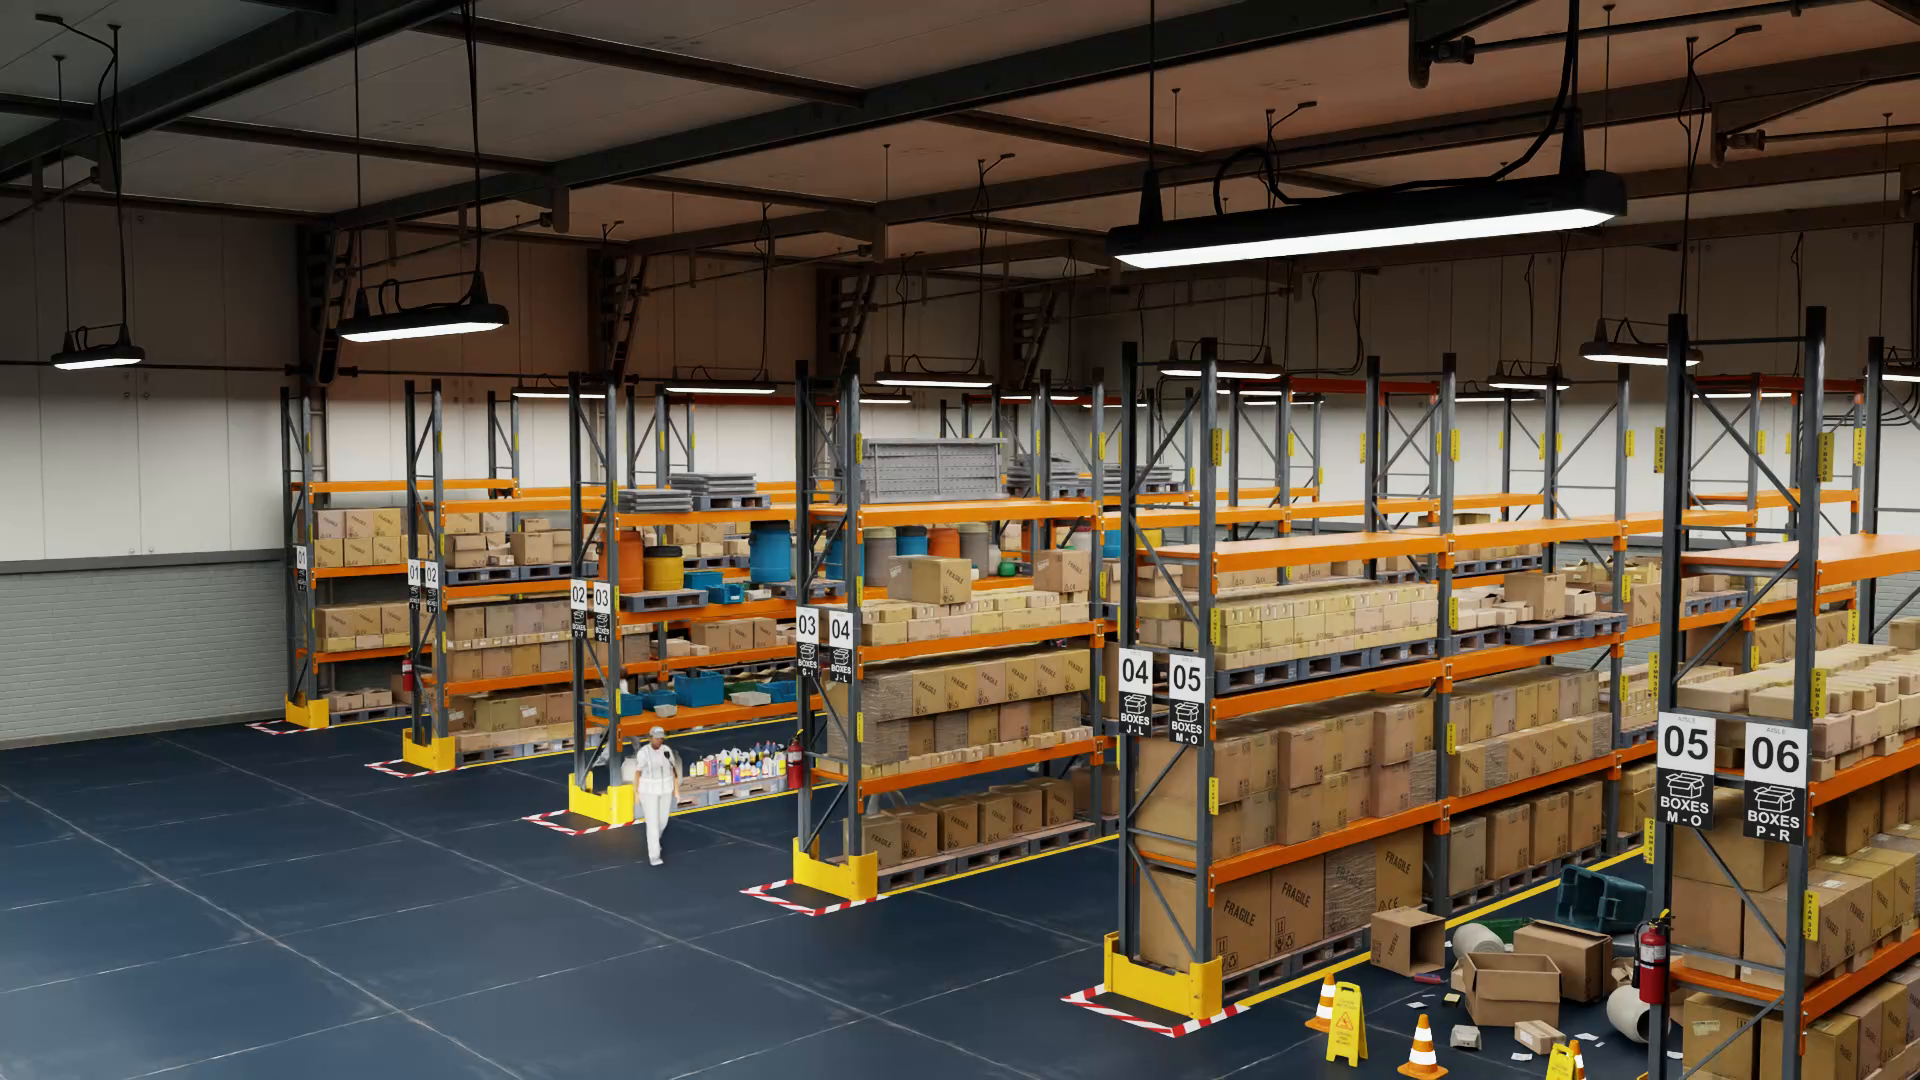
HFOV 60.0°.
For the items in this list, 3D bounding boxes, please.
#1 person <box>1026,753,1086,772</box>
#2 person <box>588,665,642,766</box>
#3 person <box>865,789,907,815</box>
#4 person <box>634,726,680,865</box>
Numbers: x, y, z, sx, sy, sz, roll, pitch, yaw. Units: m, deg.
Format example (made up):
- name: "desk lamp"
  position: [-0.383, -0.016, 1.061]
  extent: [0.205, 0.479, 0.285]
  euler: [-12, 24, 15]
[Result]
- name: "person"
  position: [1.479, 2.669, 25.259]
  extent: [1.003, 1.711, 0.582]
  euler: [-2, 4, -31]
- name: "person"
  position: [-5.320, 2.722, 25.763]
  extent: [0.890, 1.549, 0.448]
  euler: [-1, 4, -13]
- name: "person"
  position: [-1.033, 2.944, 21.569]
  extent: [0.876, 1.641, 0.513]
  euler: [-1, 4, -17]
- name: "person"
  position: [-3.689, 3.067, 20.197]
  extent: [0.511, 1.632, 0.879]
  euler: [-3, 5, -40]
